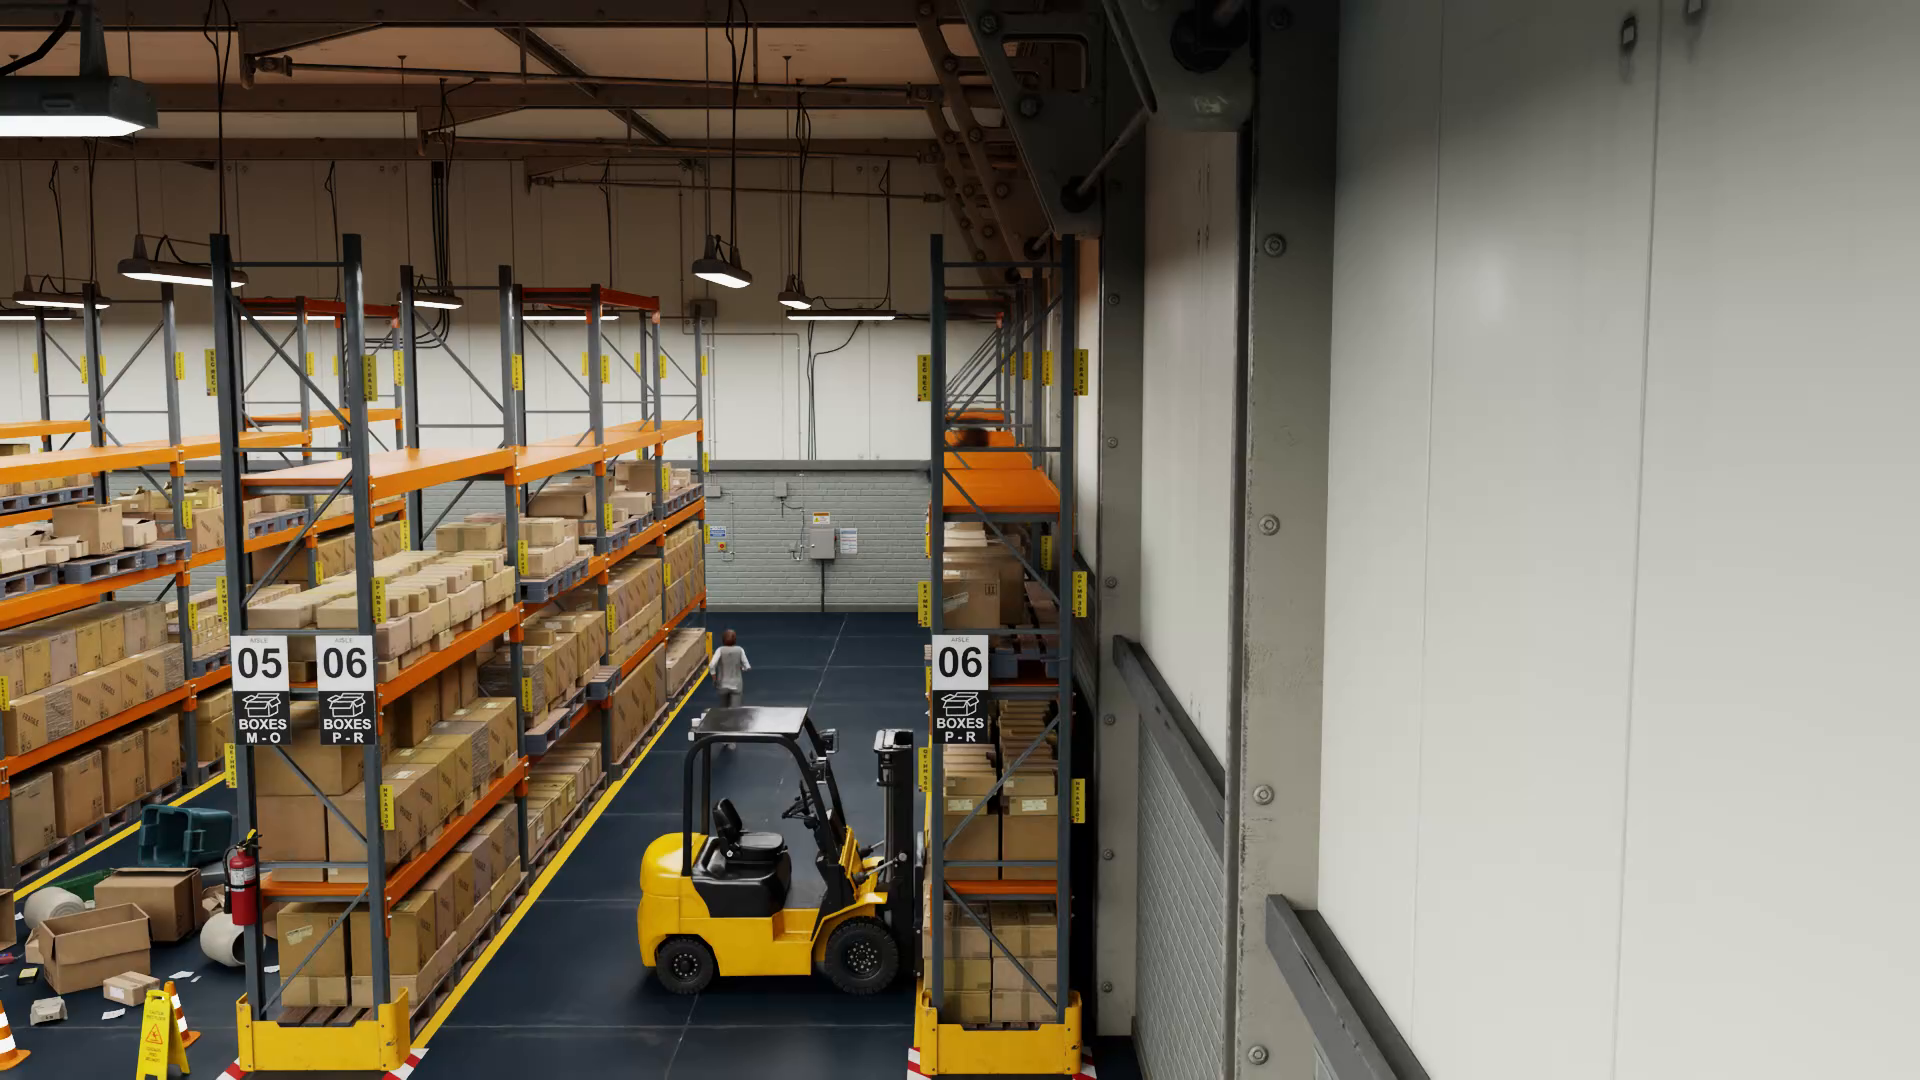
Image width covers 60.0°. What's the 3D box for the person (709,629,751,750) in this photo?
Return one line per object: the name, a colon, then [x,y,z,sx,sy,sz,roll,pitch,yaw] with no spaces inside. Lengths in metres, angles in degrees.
person: [-2.994,1.970,21.703,0.540,1.578,0.876,-1,6,-5]
